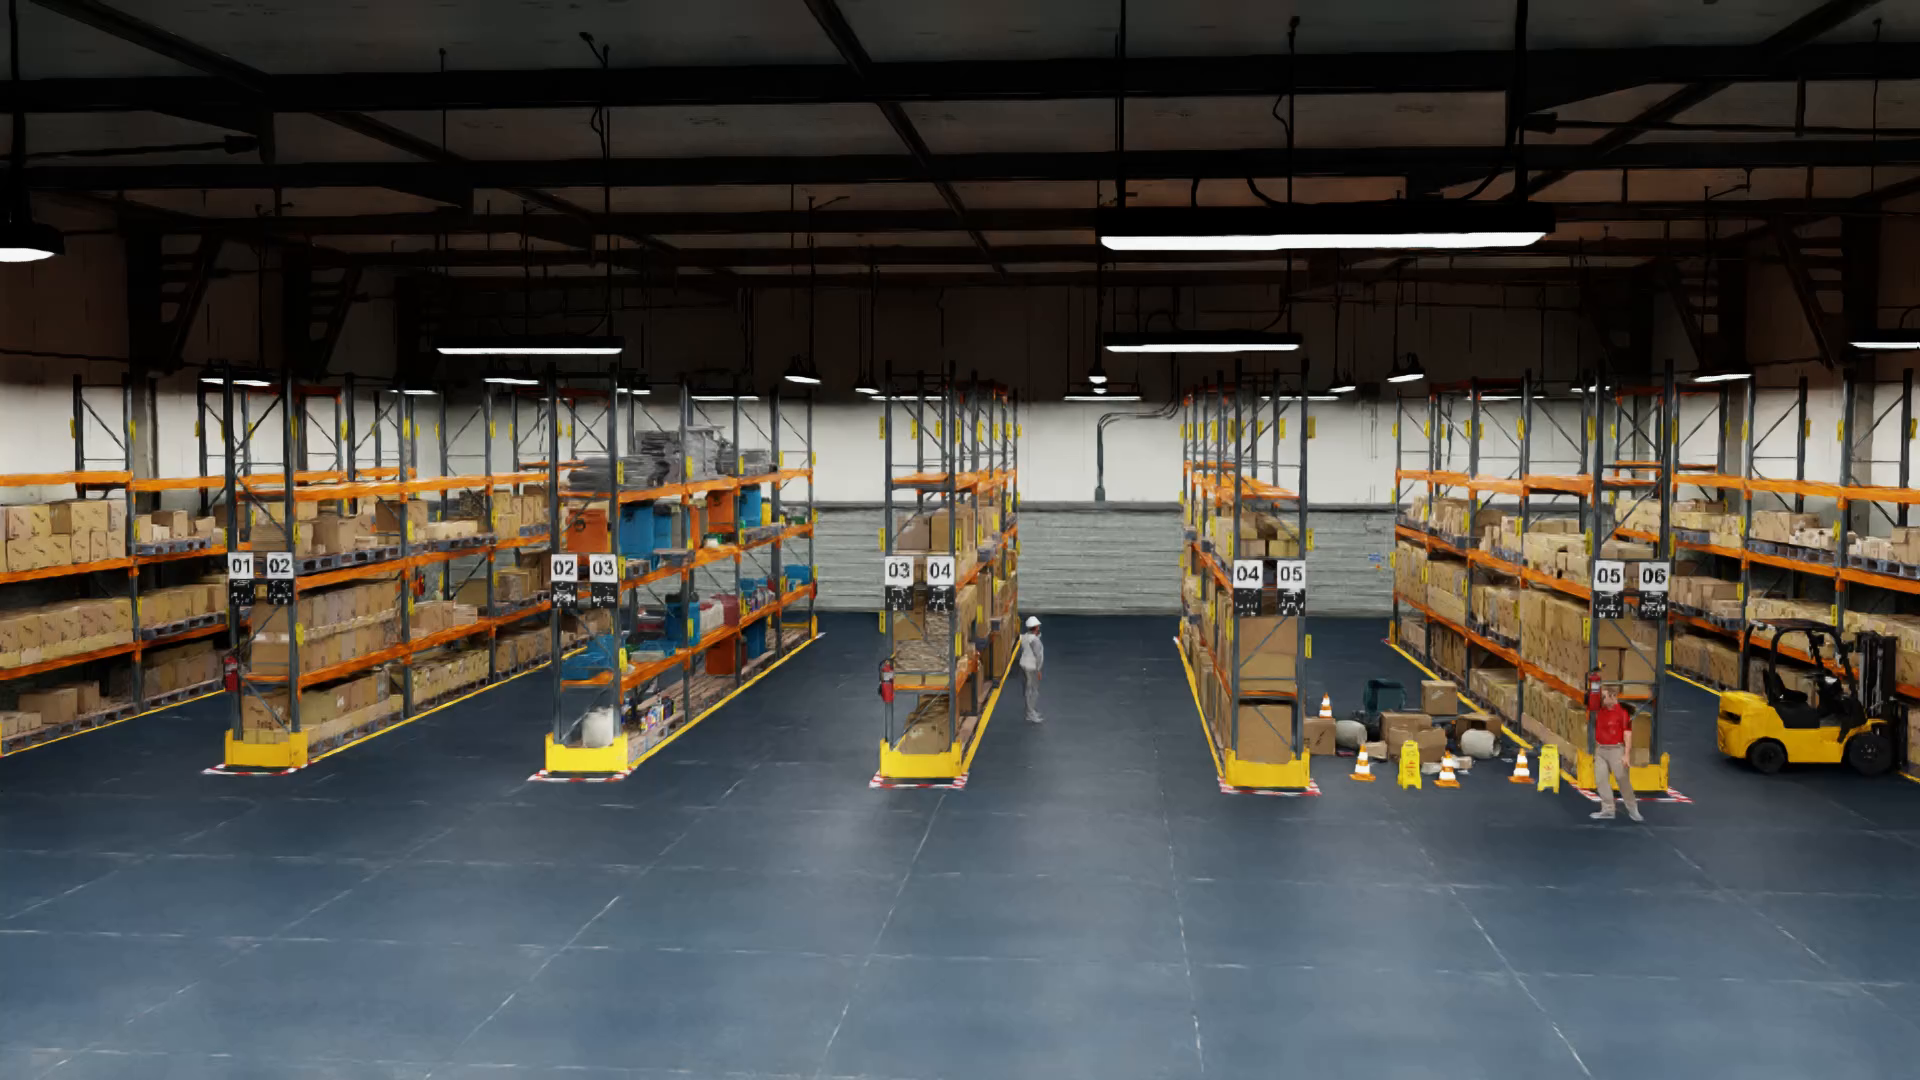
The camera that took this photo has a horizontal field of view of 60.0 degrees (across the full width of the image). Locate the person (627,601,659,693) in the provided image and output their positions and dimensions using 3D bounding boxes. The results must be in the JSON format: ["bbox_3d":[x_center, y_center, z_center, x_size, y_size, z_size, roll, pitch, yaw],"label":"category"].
[{"bbox_3d":[-6.112,2.028,31.880,0.668,1.742,0.756,0,4,-6],"label":"person"}]

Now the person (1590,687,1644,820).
[{"bbox_3d":[8.455,2.744,21.408,0.554,1.716,0.653,-2,4,-23],"label":"person"}]

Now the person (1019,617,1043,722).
[{"bbox_3d":[1.281,2.211,28.692,0.463,1.783,0.601,-2,4,-23],"label":"person"}]

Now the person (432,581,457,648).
[{"bbox_3d":[-11.820,1.697,38.088,0.596,1.619,0.507,0,4,3],"label":"person"}]
